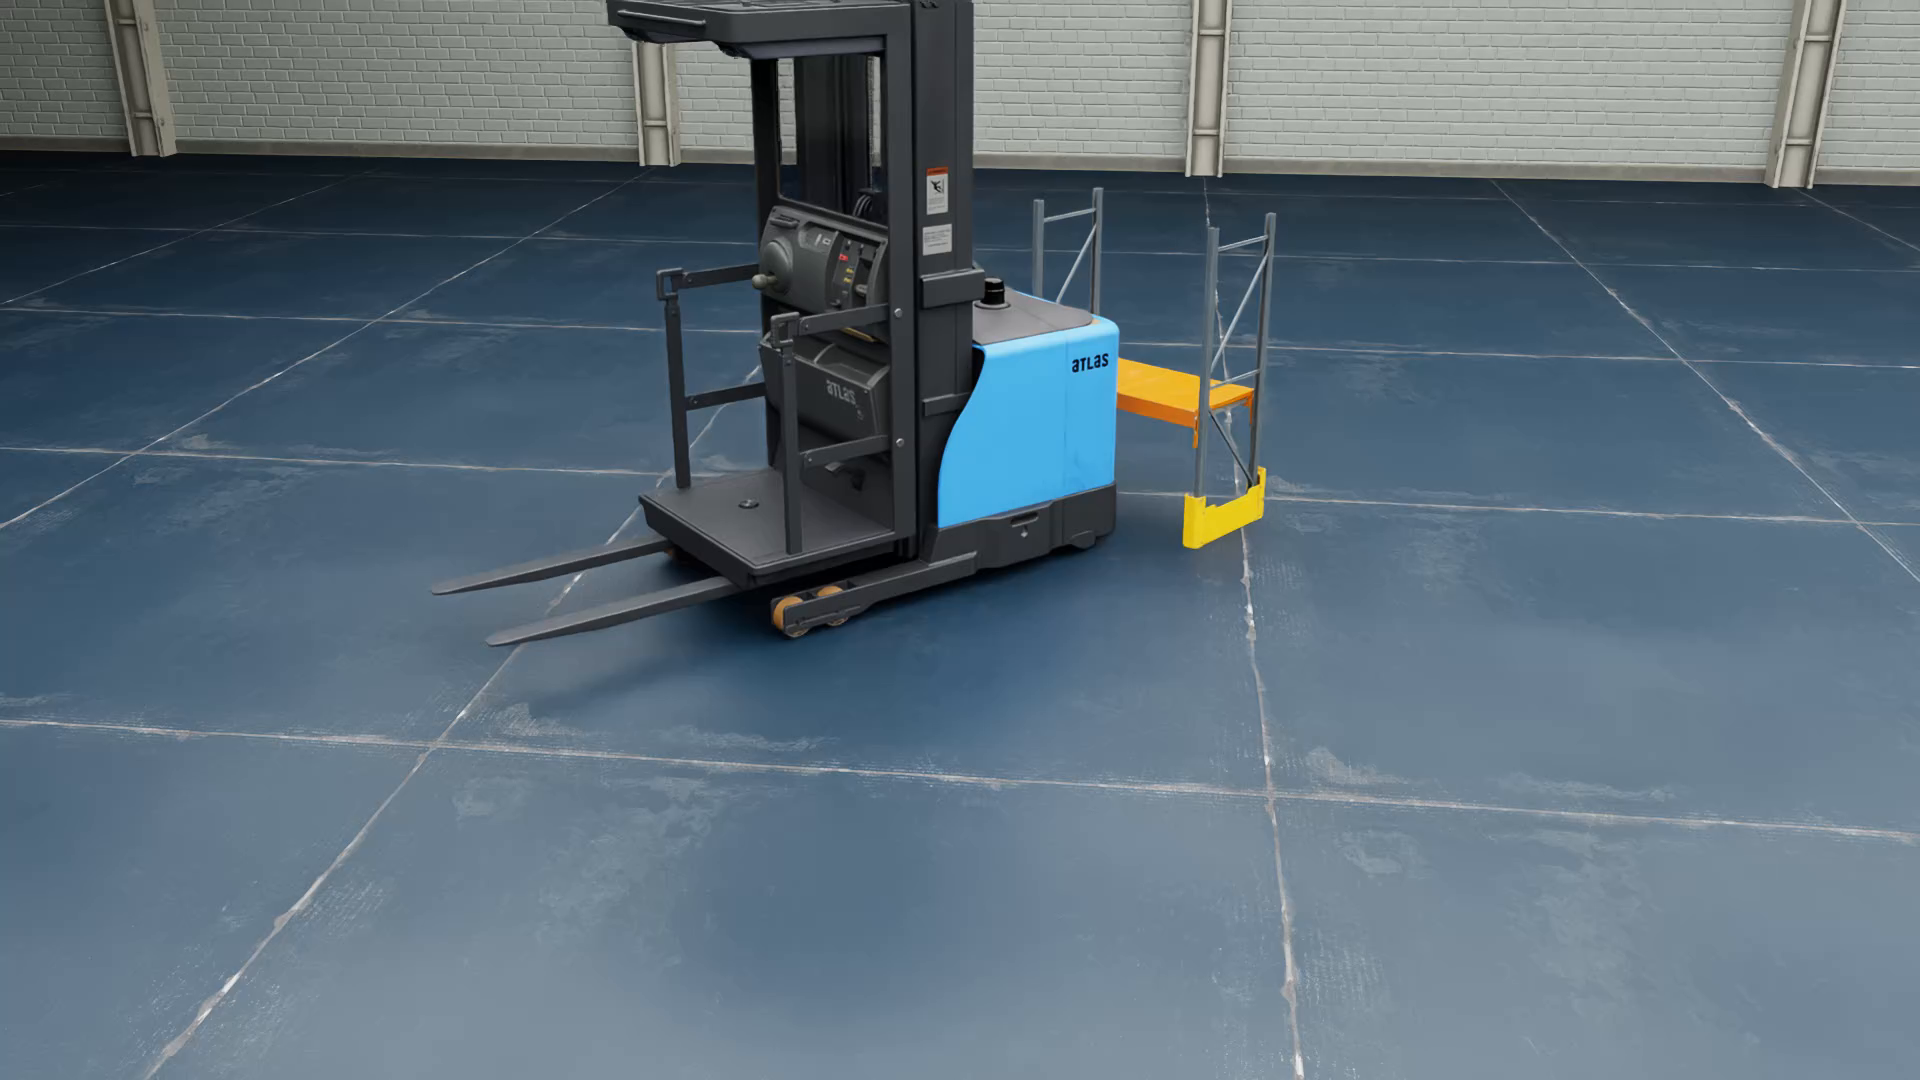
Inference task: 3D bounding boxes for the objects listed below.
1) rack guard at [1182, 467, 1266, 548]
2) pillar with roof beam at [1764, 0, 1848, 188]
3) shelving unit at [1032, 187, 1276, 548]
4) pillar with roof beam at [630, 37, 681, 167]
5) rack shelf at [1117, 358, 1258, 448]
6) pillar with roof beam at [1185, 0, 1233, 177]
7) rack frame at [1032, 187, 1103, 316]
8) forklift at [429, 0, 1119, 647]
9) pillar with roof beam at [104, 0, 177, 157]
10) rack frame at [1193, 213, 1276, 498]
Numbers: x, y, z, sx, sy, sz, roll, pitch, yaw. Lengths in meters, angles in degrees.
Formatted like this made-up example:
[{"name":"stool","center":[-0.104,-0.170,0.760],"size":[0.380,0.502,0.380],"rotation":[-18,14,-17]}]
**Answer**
[{"name":"rack guard","center":[1.276,-0.163,8.012],"size":[0.087,0.250,0.587],"rotation":[19,28,39]},{"name":"pillar with roof beam","center":[8.072,-6.288,11.606],"size":[0.400,9.000,9.100],"rotation":[2,22,6]},{"name":"shelving unit","center":[0.912,-0.869,8.098],"size":[1.083,1.500,0.587],"rotation":[19,28,39]},{"name":"pillar with roof beam","center":[-3.845,-6.808,12.919],"size":[0.400,9.000,9.100],"rotation":[2,22,6]},{"name":"rack shelf","center":[0.906,-0.704,8.170],"size":[1.000,0.185,0.538],"rotation":[19,28,39]},{"name":"pillar with roof beam","center":[2.113,-6.548,12.263],"size":[0.400,9.000,9.100],"rotation":[2,22,6]},{"name":"rack frame","center":[0.534,-0.999,8.426],"size":[0.032,1.500,0.500],"rotation":[19,28,39]},{"name":"forklift","center":[-0.755,-1.179,6.935],"size":[3.031,2.935,1.130],"rotation":[-15,26,-33]},{"name":"pillar with roof beam","center":[-9.803,-7.067,13.576],"size":[0.400,9.000,9.100],"rotation":[2,22,6]},{"name":"rack frame","center":[1.277,-0.744,7.781],"size":[0.032,1.500,0.500],"rotation":[19,28,39]}]
